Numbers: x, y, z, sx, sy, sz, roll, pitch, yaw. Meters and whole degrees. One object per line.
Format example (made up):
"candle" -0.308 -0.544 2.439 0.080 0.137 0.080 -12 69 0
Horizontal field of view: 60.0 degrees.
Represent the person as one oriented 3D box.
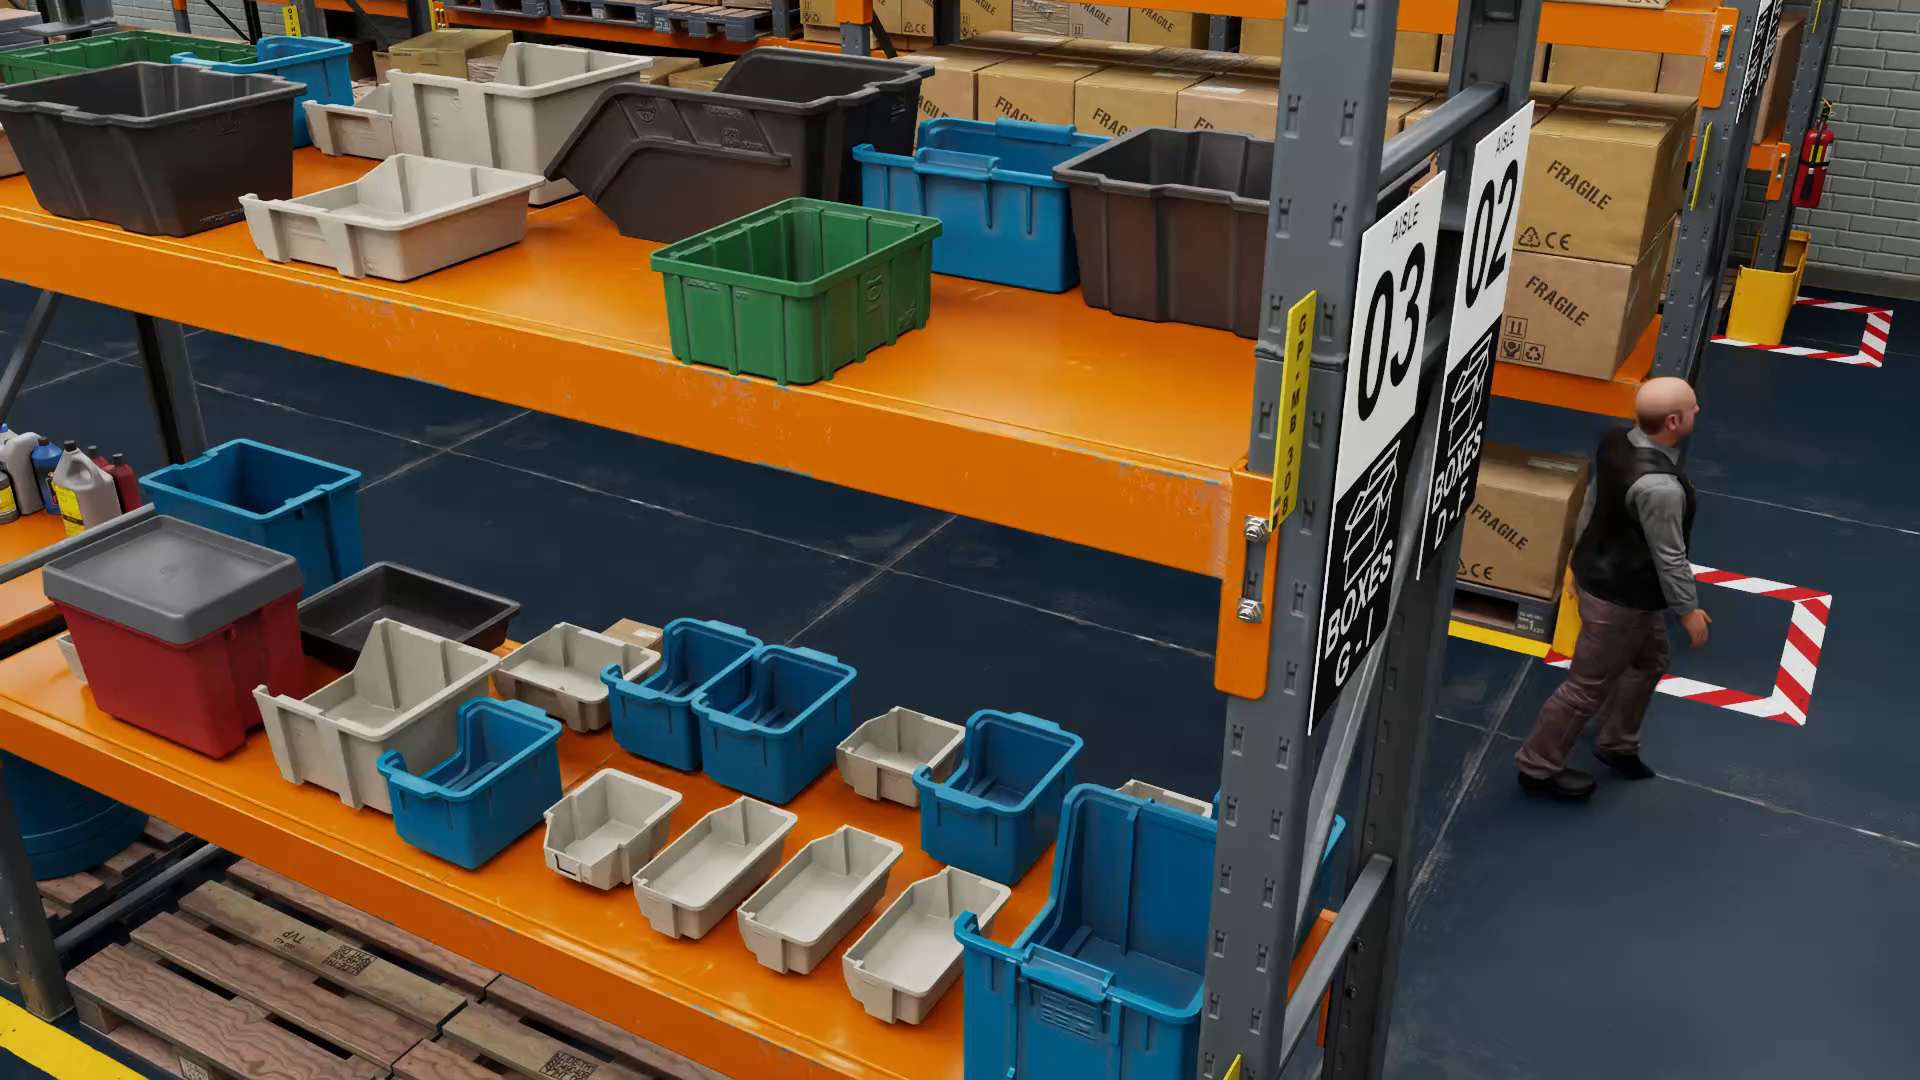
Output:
"person" 2.476 0.231 6.204 0.598 1.784 0.550 4 27 8
